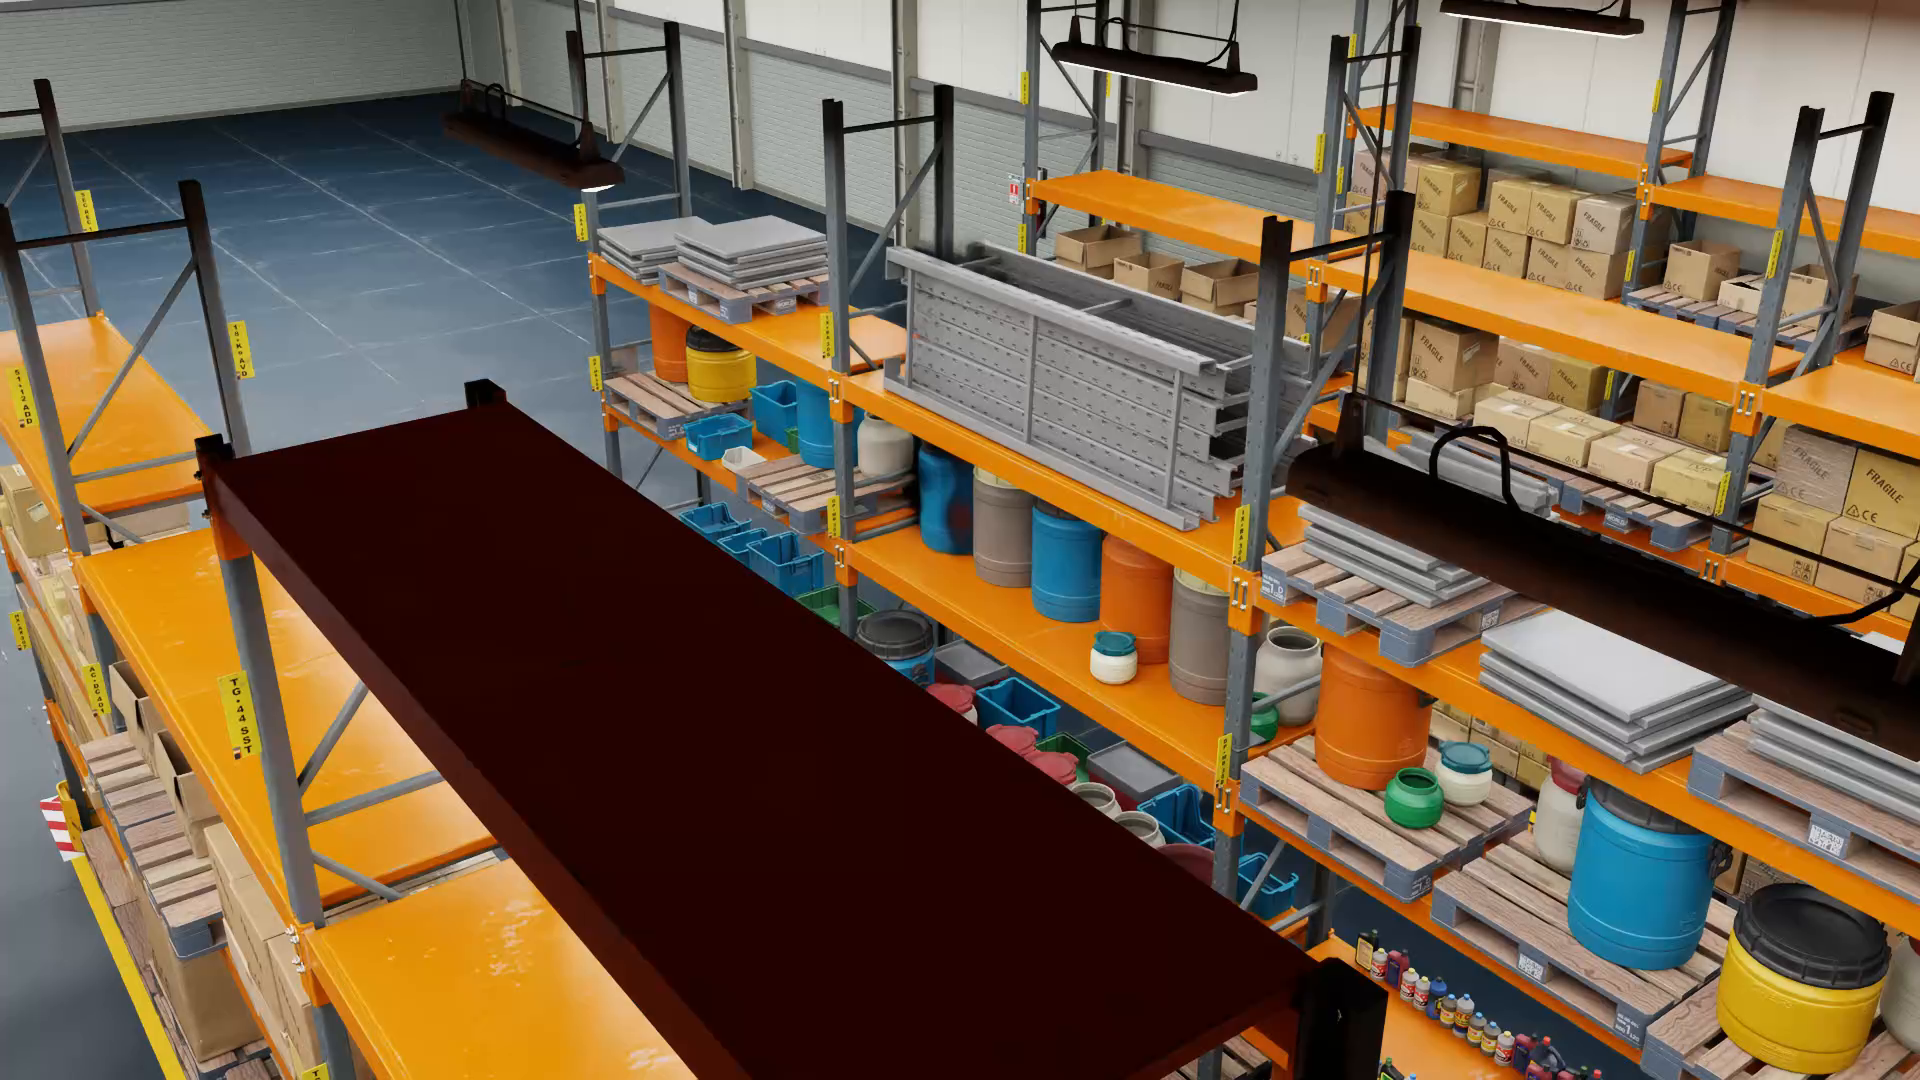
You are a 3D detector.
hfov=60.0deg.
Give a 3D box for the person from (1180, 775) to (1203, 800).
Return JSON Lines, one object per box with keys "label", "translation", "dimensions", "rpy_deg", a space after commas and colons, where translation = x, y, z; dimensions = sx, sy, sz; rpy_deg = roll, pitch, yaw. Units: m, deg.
{"label": "person", "translation": [1.801, 1.349, 13.981], "dimensions": [0.720, 1.821, 0.643], "rpy_deg": [18, 30, 34]}
